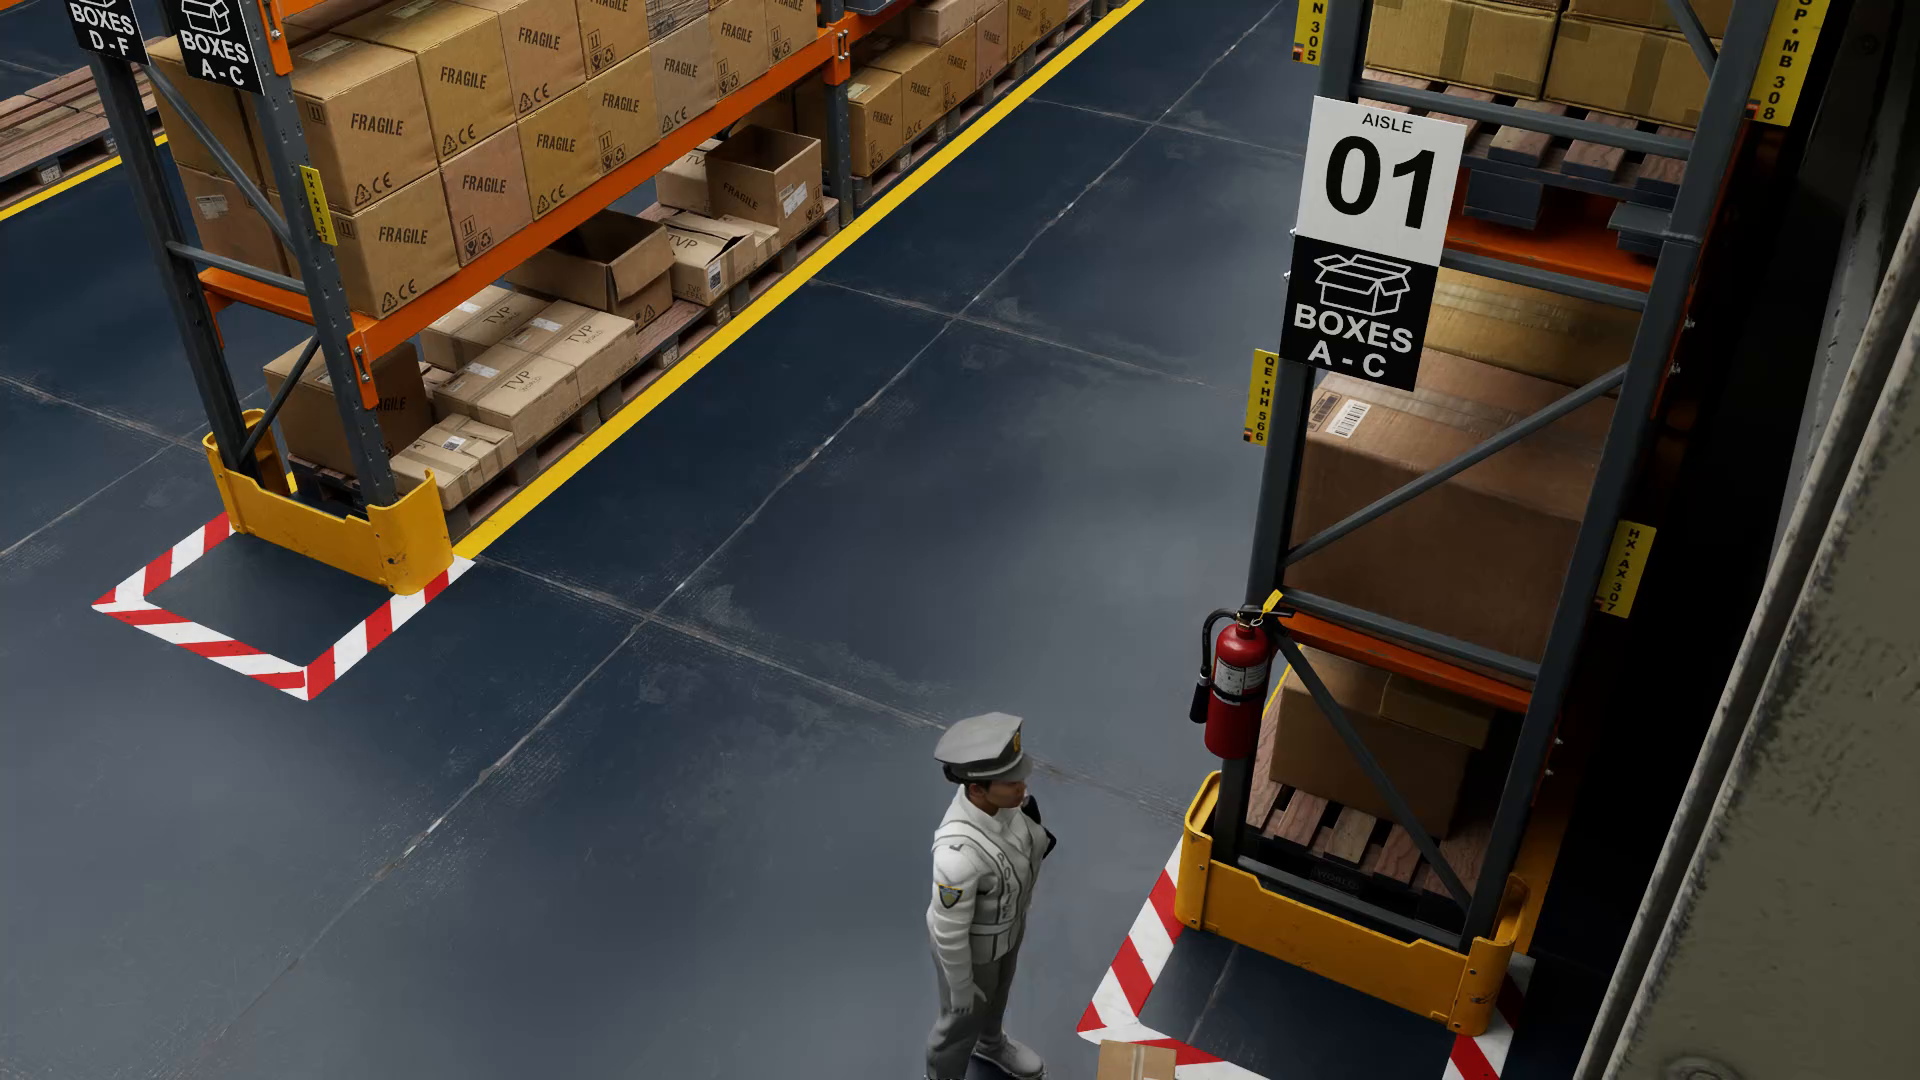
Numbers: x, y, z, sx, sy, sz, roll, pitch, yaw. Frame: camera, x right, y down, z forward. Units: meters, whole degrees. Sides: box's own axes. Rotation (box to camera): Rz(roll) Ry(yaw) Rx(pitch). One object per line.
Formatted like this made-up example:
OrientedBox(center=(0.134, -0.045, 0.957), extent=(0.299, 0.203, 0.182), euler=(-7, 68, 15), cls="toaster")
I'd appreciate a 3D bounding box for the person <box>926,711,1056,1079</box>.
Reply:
OrientedBox(center=(0.083, 1.183, 5.092), extent=(0.355, 1.695, 0.534), euler=(12, 40, 15), cls="person")
